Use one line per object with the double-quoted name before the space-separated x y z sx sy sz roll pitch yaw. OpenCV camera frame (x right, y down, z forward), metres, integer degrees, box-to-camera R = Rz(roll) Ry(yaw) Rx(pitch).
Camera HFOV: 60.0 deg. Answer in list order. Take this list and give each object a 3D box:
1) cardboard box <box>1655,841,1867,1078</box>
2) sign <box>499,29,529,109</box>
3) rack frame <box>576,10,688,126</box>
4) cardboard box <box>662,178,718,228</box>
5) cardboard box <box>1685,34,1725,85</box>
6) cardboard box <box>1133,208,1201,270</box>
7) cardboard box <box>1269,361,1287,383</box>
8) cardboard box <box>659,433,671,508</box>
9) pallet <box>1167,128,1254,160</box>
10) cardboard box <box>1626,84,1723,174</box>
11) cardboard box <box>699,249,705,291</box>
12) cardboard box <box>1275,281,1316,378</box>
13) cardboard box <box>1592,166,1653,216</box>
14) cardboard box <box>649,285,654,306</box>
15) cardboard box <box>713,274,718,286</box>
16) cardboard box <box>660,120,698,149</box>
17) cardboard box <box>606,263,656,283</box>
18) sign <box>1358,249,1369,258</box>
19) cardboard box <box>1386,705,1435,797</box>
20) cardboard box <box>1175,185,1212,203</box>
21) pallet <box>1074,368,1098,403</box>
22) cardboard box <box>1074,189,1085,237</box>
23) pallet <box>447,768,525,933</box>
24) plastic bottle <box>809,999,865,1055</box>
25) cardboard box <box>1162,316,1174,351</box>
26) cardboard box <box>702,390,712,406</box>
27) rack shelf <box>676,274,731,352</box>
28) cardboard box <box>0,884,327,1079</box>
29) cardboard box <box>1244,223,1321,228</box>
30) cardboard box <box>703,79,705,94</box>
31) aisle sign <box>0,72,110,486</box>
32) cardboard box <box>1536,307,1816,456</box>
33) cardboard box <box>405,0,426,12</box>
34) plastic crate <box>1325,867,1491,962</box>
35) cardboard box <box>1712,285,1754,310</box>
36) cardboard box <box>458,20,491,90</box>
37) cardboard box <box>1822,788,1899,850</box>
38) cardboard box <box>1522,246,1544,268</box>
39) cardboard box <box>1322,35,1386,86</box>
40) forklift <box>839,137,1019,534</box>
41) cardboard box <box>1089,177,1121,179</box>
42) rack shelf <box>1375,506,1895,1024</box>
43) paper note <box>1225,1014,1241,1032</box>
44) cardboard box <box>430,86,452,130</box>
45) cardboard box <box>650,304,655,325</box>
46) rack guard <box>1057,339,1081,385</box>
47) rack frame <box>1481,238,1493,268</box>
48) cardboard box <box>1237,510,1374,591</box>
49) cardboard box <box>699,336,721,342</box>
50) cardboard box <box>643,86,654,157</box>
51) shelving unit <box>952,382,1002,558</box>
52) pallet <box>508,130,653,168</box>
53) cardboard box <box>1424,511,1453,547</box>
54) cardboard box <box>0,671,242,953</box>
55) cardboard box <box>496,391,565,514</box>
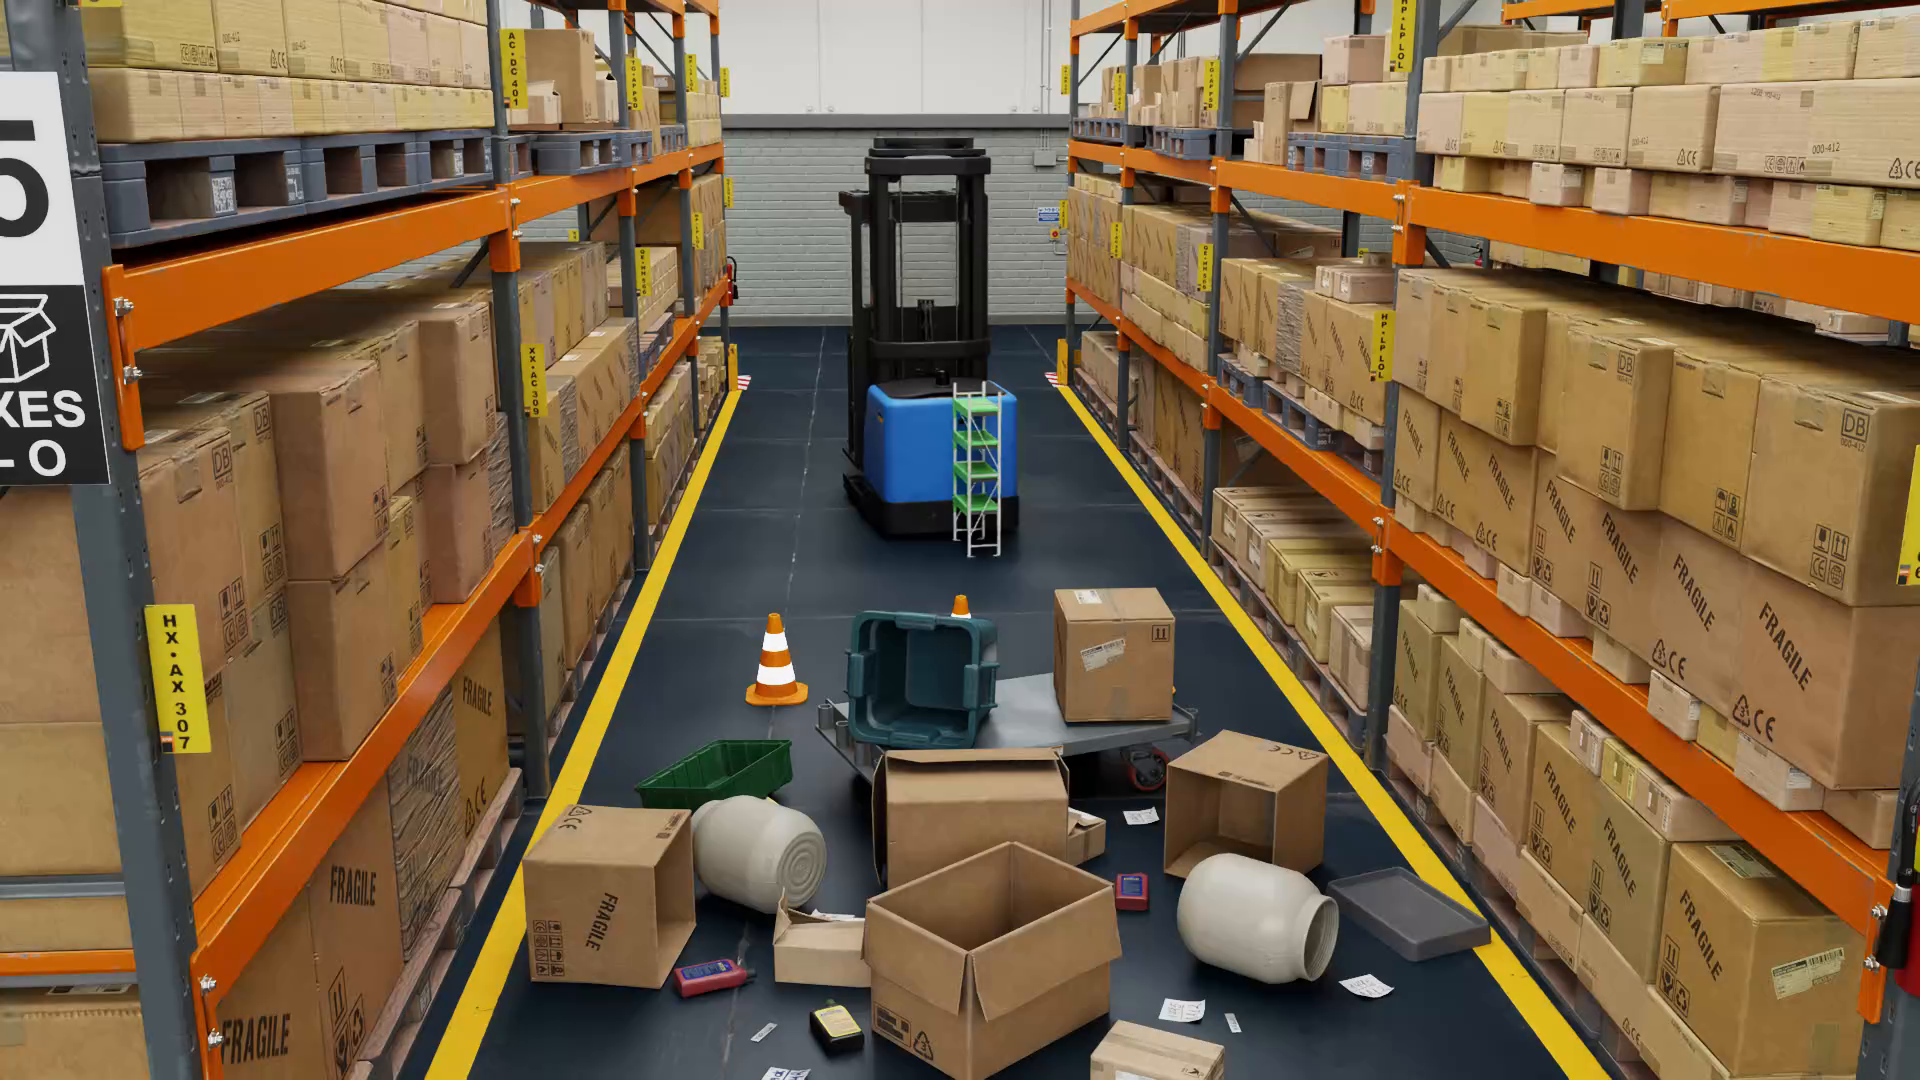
"cardboard box" 2.436 1.225 4.917 0.500 0.500 0.500 -1 14 -3
"sign" -1.882 -1.989 7.019 0.100 0.325 0.005 -1 14 -3
"rack frame" -2.931 -5.133 14.418 1.000 3.000 0.127 -1 14 -3
"cardboard box" -2.830 -3.534 17.439 0.500 0.500 0.500 0 14 -1
"cardboard box" 2.457 -1.460 5.065 0.380 0.149 0.250 -1 14 -5
"cardboard box" 1.802 -2.622 14.490 0.500 0.500 0.500 -1 14 -4
"cardboard box" 2.129 -1.066 10.310 0.380 0.149 0.250 0 14 0
"cardboard box" -2.507 -0.531 12.743 0.500 0.500 0.500 -1 14 -3
"pallet" 2.158 -2.855 11.963 1.213 0.211 1.003 0 14 -1
"cardboard box" 2.379 -1.246 5.035 0.500 0.250 0.500 0 14 -2
"cardboard box" -2.748 -2.670 16.088 0.500 0.500 0.500 -1 14 -3
"cardboard box" 2.150 -1.229 9.643 0.500 0.500 0.500 -1 14 -6
"cardboard box" 2.305 -1.142 5.429 0.380 0.149 0.250 -1 14 -4
"cardboard box" -2.594 -1.902 12.965 0.380 0.149 0.250 -1 14 -4
"cardboard box" -2.829 -2.837 18.036 0.380 0.149 0.250 0 14 -2
"cardboard box" -2.697 -3.727 15.274 0.500 0.250 0.500 0 14 -1
"cardboard box" -2.614 -2.110 13.174 0.380 0.149 0.250 -1 14 -4
"sign" 2.792 -1.868 11.601 0.100 0.325 0.005 -1 14 -3
"cardboard box" 2.265 0.939 7.531 0.500 0.250 0.500 -2 15 -6
"cardboard box" 2.242 -3.259 15.663 0.380 0.149 0.250 -1 14 -4
"pallet" 1.883 -1.776 19.006 1.003 0.211 1.213 -1 14 -3
"cardboard box" 1.539 -3.605 18.309 0.500 0.500 0.500 -1 14 -5
"pallet" -2.467 1.303 7.040 1.003 0.211 1.213 -1 14 -3
"plastic bottle" -0.444 1.695 5.817 0.133 0.061 0.283 -6 16 -23
"cardboard box" 1.898 -1.636 13.166 0.500 0.250 0.500 -1 14 -4
"cardboard box" -2.754 -1.468 17.091 0.380 0.149 0.250 -1 14 -5
"rack shelf" -3.055 -2.377 17.188 1.077 0.370 4.000 -1 14 -3
"cardboard box" -2.296 1.414 4.430 0.875 0.875 0.875 -1 14 -3
"cardboard box" 2.424 -2.117 12.527 0.500 0.500 0.500 -1 14 -3
"cardboard box" -2.818 -4.641 17.021 0.380 0.149 0.250 -1 14 -2
"aisle sign" -1.884 -0.489 3.192 0.394 0.787 0.004 -1 14 -3
"cardboard box" 2.446 -0.523 5.735 0.700 0.500 0.500 -1 14 -4
"cardboard box" -2.031 -1.869 5.612 0.380 0.149 0.250 -1 14 -3
"plastic crate" 1.777 1.477 6.624 0.402 0.080 0.583 -6 16 -23
"cardboard box" 6.844 -2.211 14.057 0.700 0.500 0.500 -1 14 -4
"cardboard box" -2.149 -1.896 6.515 0.500 0.250 0.500 -1 14 -4
"cardboard box" 2.510 0.687 4.341 0.380 0.149 0.250 0 14 -2
"cardboard box" 6.534 -3.105 18.278 0.500 0.250 0.500 -1 14 -4
"cardboard box" 2.250 -2.561 8.895 0.500 0.250 0.500 -1 14 -3
"forklift" -0.371 -1.784 13.578 1.130 2.935 3.031 -3 15 -12
"cardboard box" 1.566 -3.756 17.594 0.380 0.149 0.250 -1 14 -3
"rack shelf" 2.622 0.506 5.984 1.077 0.370 4.000 -1 14 -3
"paper note" 0.964 1.706 5.876 0.032 0.001 0.123 -1 14 -3
"cardboard box" -2.045 -1.545 5.952 0.380 0.149 0.250 -1 14 -3
"cardboard box" -2.594 -1.759 13.004 0.380 0.149 0.250 -1 14 -3
"rack guard" 1.753 -2.120 19.761 1.175 0.500 0.348 -1 14 -3
"rack frame" 6.709 -3.402 19.728 1.000 3.000 0.127 -1 14 -3
"cardboard box" 2.329 0.059 10.709 0.950 0.372 0.625 -1 14 -5
"cardboard box" -2.894 -2.206 18.764 0.380 0.149 0.250 -1 14 -3
"cardboard box" -2.492 -3.005 11.964 0.500 0.500 0.500 -1 14 -3
"shelving unit" 0.122 -0.519 12.134 0.258 1.200 0.503 -3 15 -12
"pallet" -2.591 -2.435 10.330 1.213 0.211 1.003 0 14 -1
"cardboard box" 2.265 -0.073 7.294 0.380 0.149 0.250 0 14 -2
"cardboard box" -2.256 0.592 3.904 0.875 0.550 0.550 -1 14 -3
"cardboard box" -2.200 -0.422 7.945 0.500 0.500 0.500 -1 14 -3
